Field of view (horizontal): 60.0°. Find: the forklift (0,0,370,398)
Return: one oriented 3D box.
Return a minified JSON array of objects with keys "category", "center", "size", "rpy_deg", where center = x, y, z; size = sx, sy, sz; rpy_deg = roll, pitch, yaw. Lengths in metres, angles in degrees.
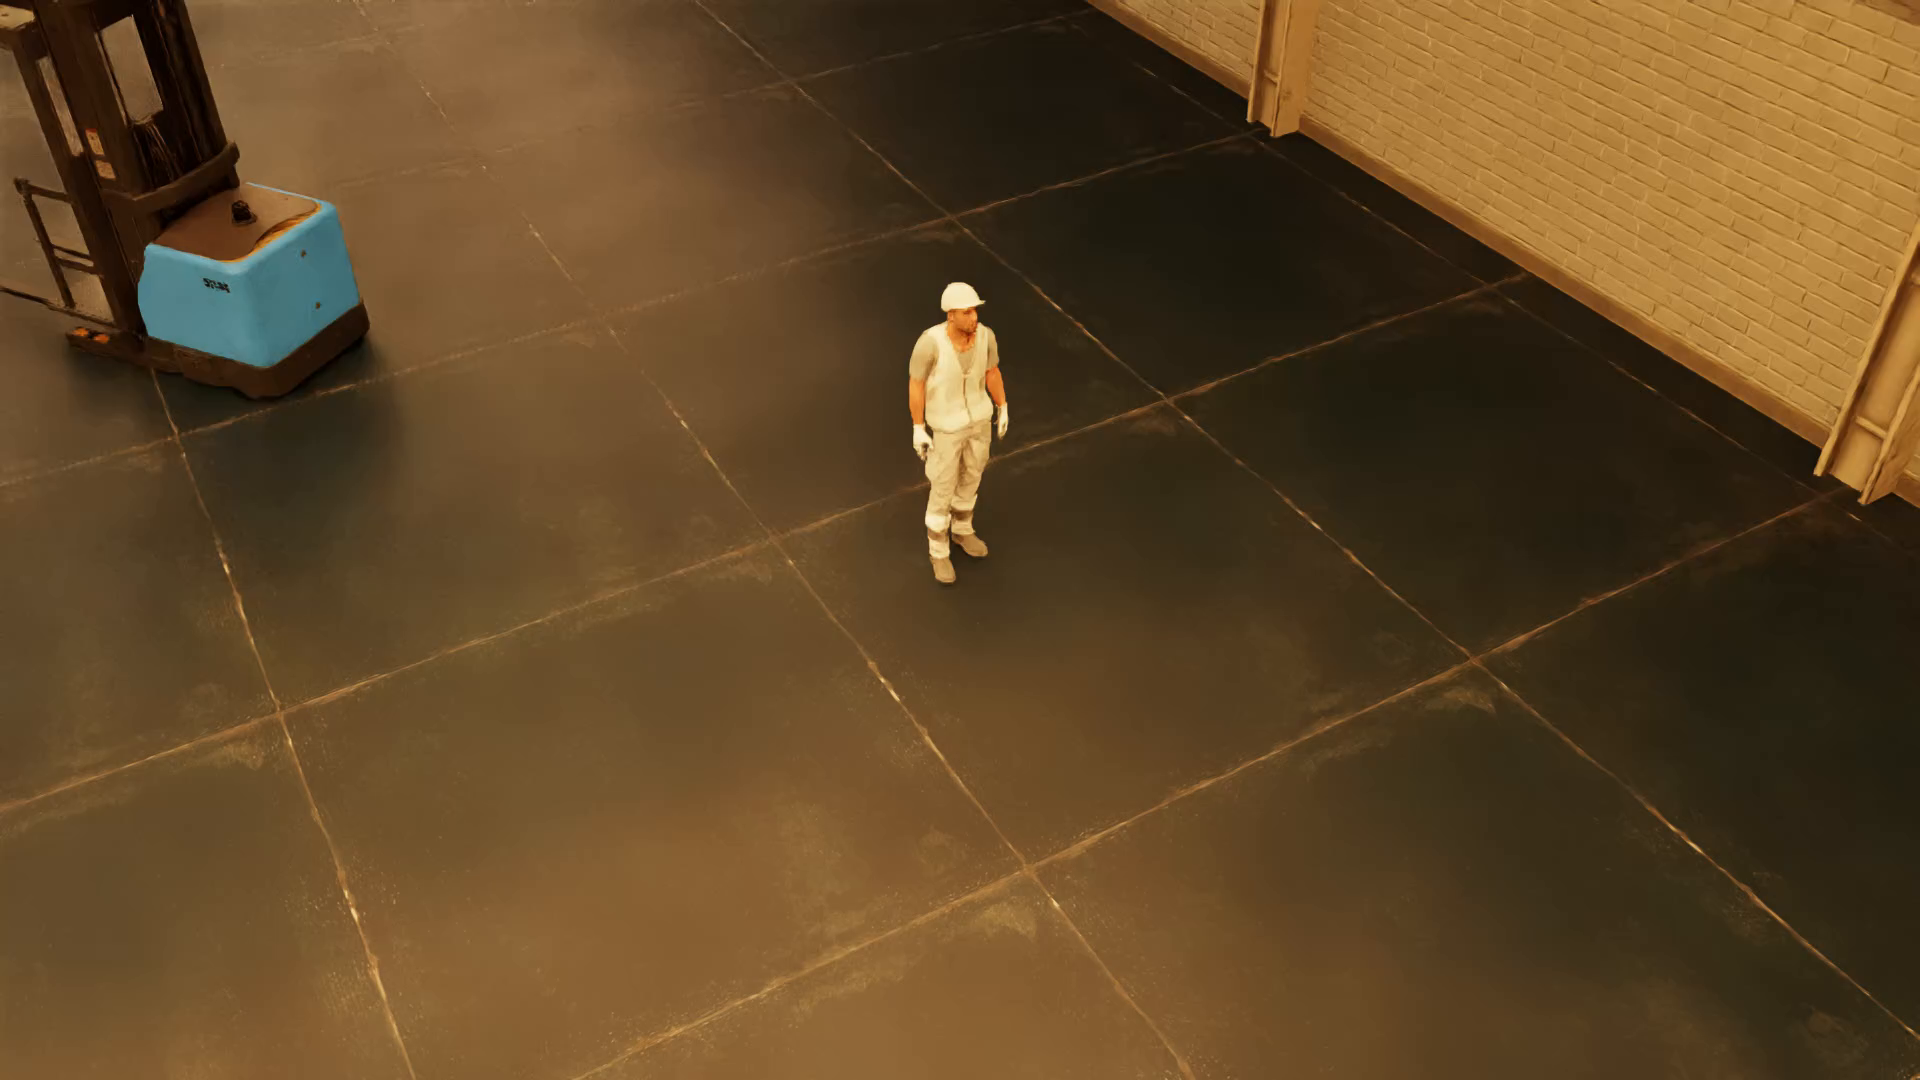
[{"category":"forklift","center":[-5.846,-2.724,11.321],"size":[3.031,2.935,1.130],"rpy_deg":[16,42,18]}]

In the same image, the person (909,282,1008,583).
[{"category":"person","center":[0.031,-0.644,9.700],"size":[0.637,1.783,0.563],"rpy_deg":[-20,44,-23]}]
